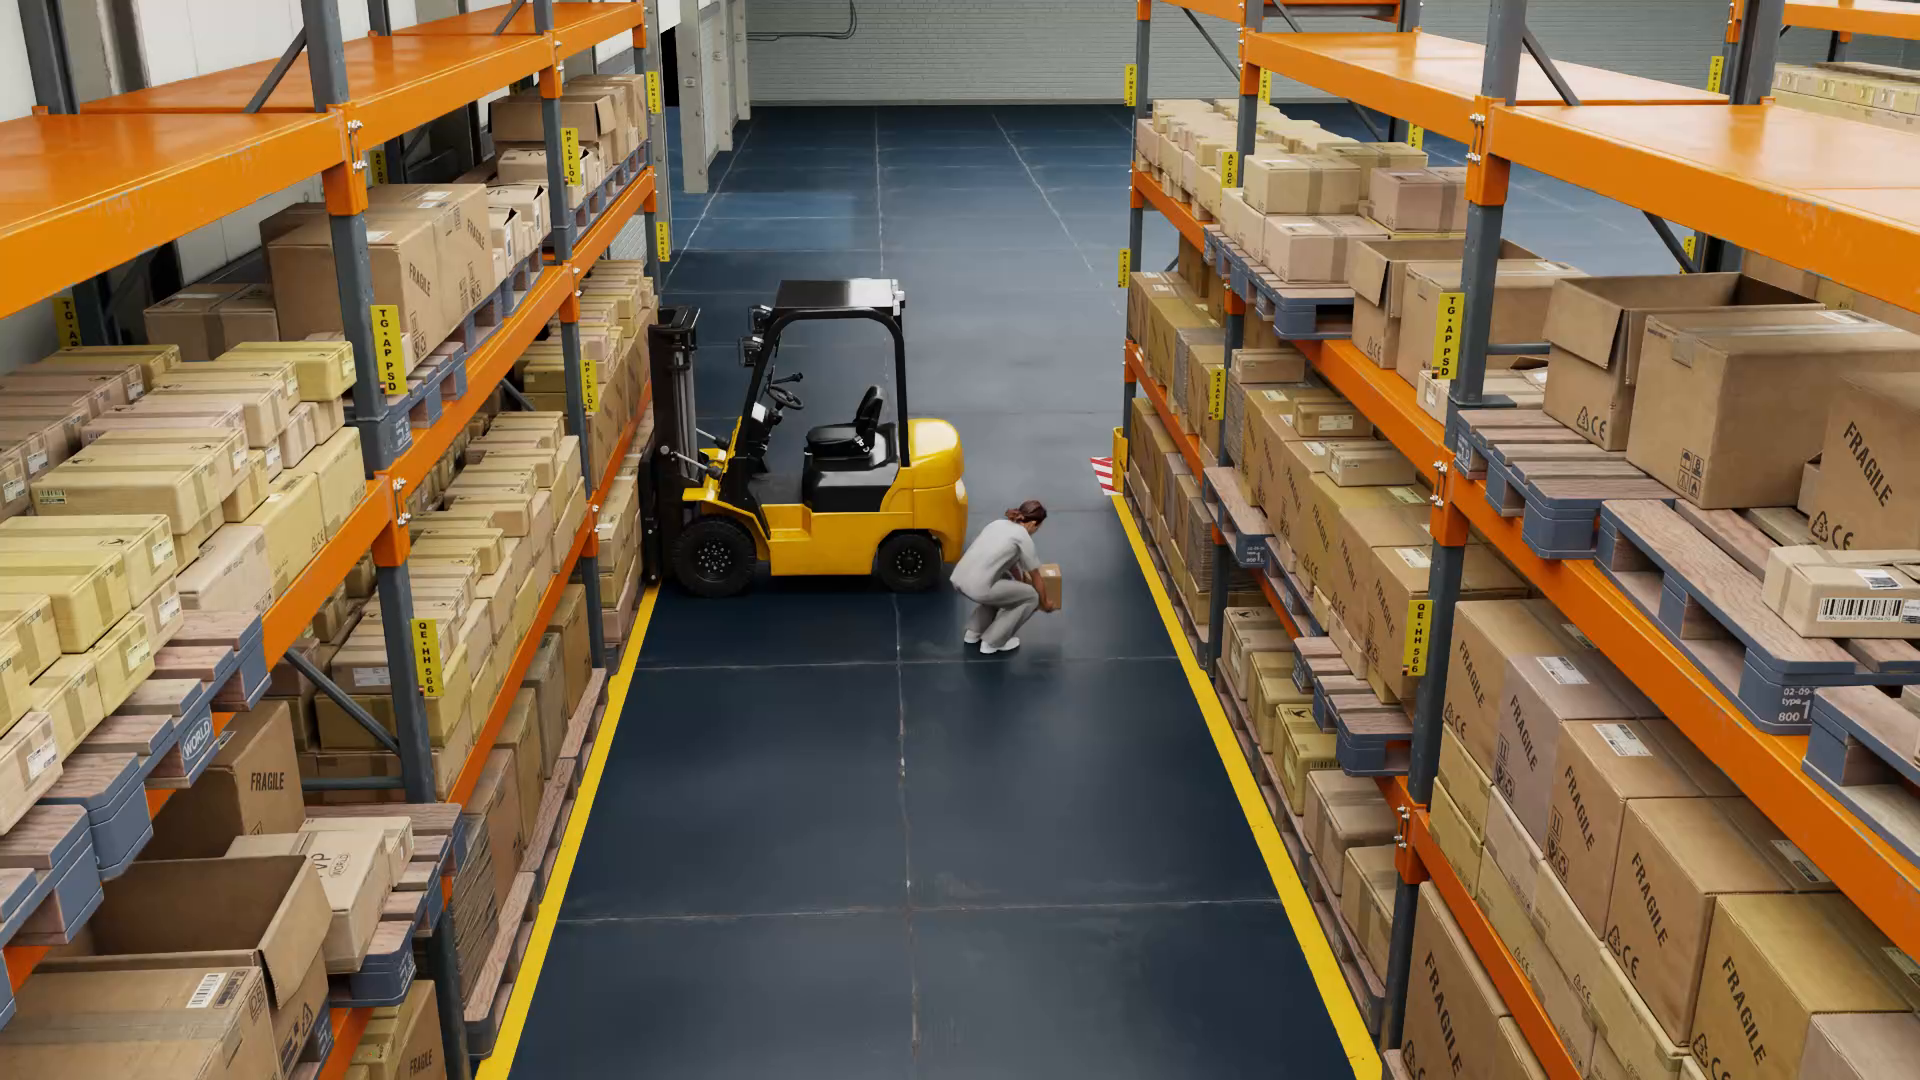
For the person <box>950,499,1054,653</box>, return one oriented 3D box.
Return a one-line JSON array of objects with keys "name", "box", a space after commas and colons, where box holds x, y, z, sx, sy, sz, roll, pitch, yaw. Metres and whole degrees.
[{"name": "person", "box": [0.301, 0.238, 11.462, 0.797, 0.966, 0.487, -13, 24, -30]}]
